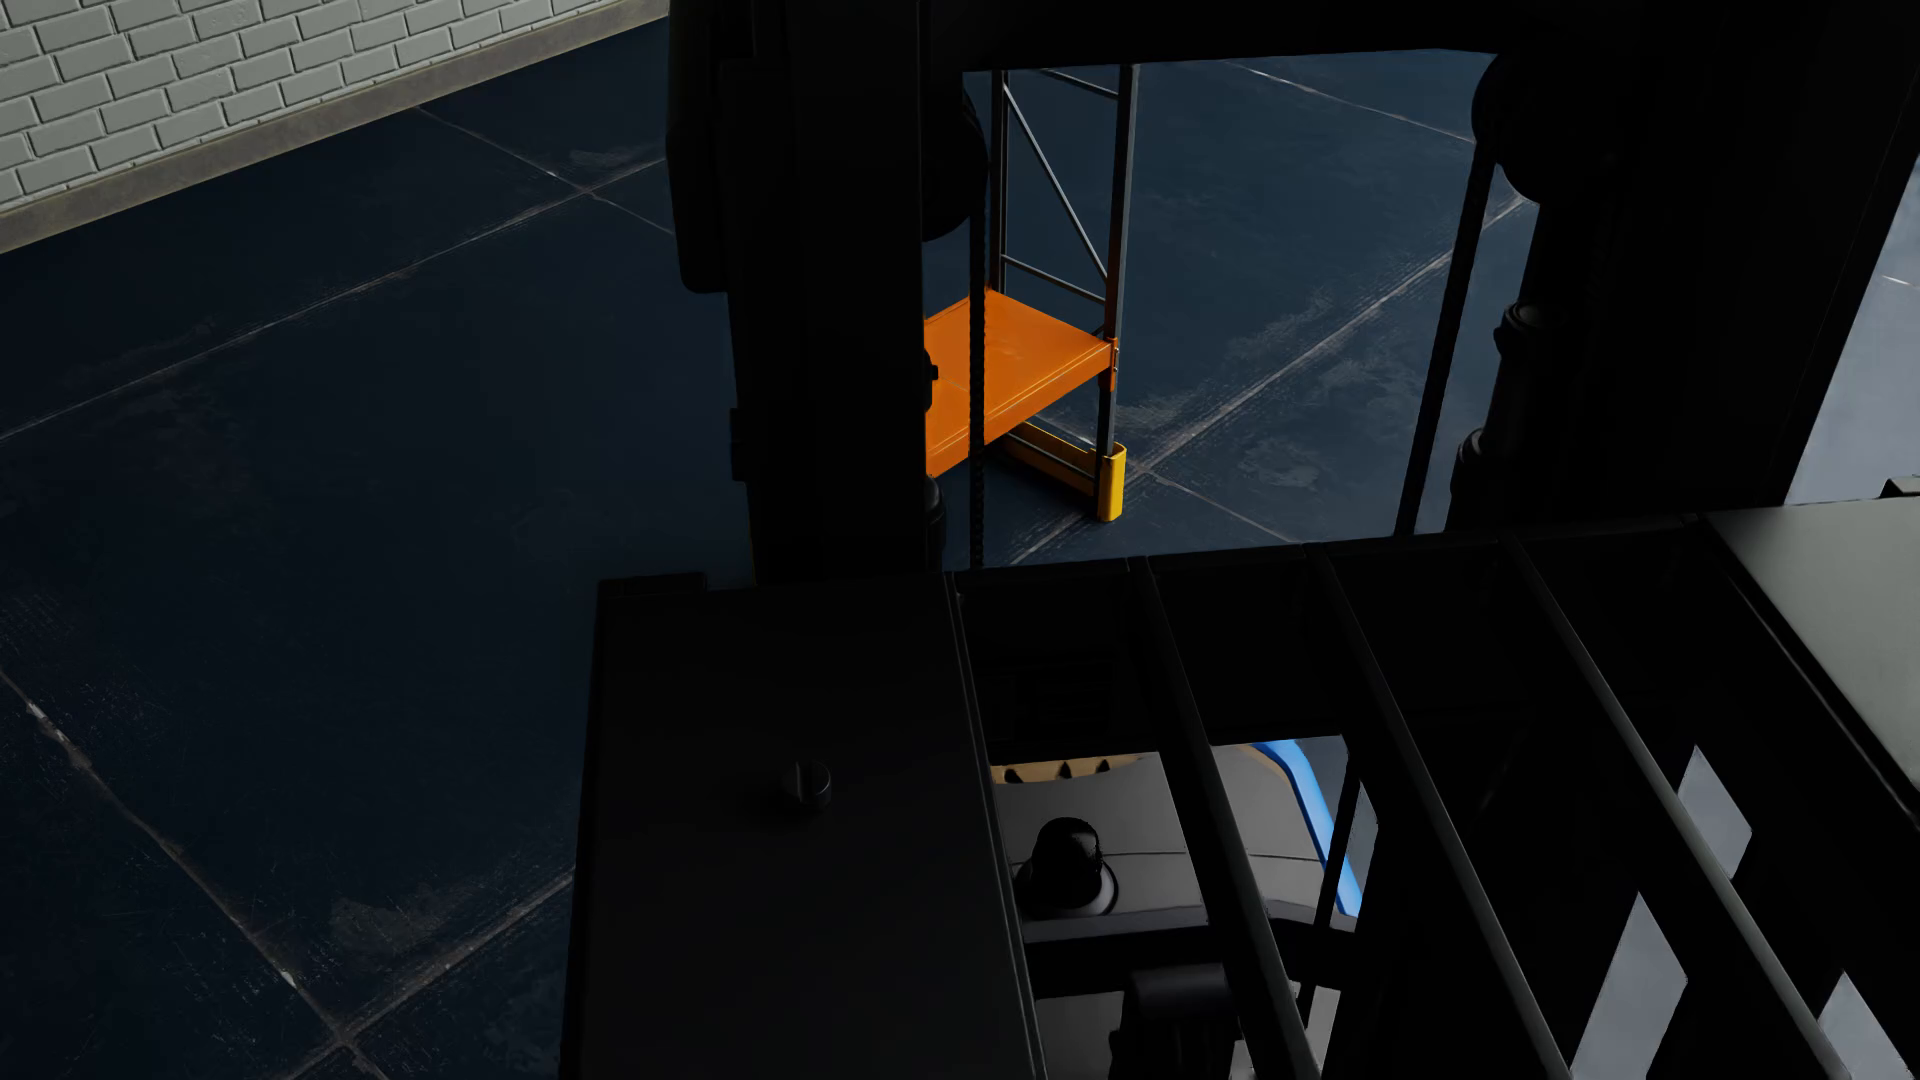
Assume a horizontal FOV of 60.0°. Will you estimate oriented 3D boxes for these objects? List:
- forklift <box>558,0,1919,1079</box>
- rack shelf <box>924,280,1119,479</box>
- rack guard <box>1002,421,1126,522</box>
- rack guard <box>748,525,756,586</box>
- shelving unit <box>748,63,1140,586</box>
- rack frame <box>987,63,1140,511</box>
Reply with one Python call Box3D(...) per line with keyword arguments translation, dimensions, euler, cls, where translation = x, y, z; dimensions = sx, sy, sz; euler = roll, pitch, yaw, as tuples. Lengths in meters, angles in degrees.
Box3D(translation=(0.310, 0.979, 1.664), dimensions=(1.130, 2.935, 3.031), euler=(-4, 39, -5), cls="forklift")
Box3D(translation=(-0.058, -0.407, 4.846), dimensions=(0.538, 0.185, 1.000), euler=(30, 47, 32), cls="rack shelf")
Box3D(translation=(0.285, -0.292, 5.416), dimensions=(0.587, 0.250, 0.087), euler=(30, 47, 32), cls="rack guard")
Box3D(translation=(-0.387, 0.166, 4.840), dimensions=(0.587, 0.250, 0.087), euler=(30, 47, 32), cls="rack guard")
Box3D(translation=(-0.051, -0.552, 4.739), dimensions=(0.587, 1.500, 1.083), euler=(30, 47, 32), cls="shelving unit")
Box3D(translation=(0.285, -0.781, 5.028), dimensions=(0.500, 1.500, 0.032), euler=(30, 47, 32), cls="rack frame")
